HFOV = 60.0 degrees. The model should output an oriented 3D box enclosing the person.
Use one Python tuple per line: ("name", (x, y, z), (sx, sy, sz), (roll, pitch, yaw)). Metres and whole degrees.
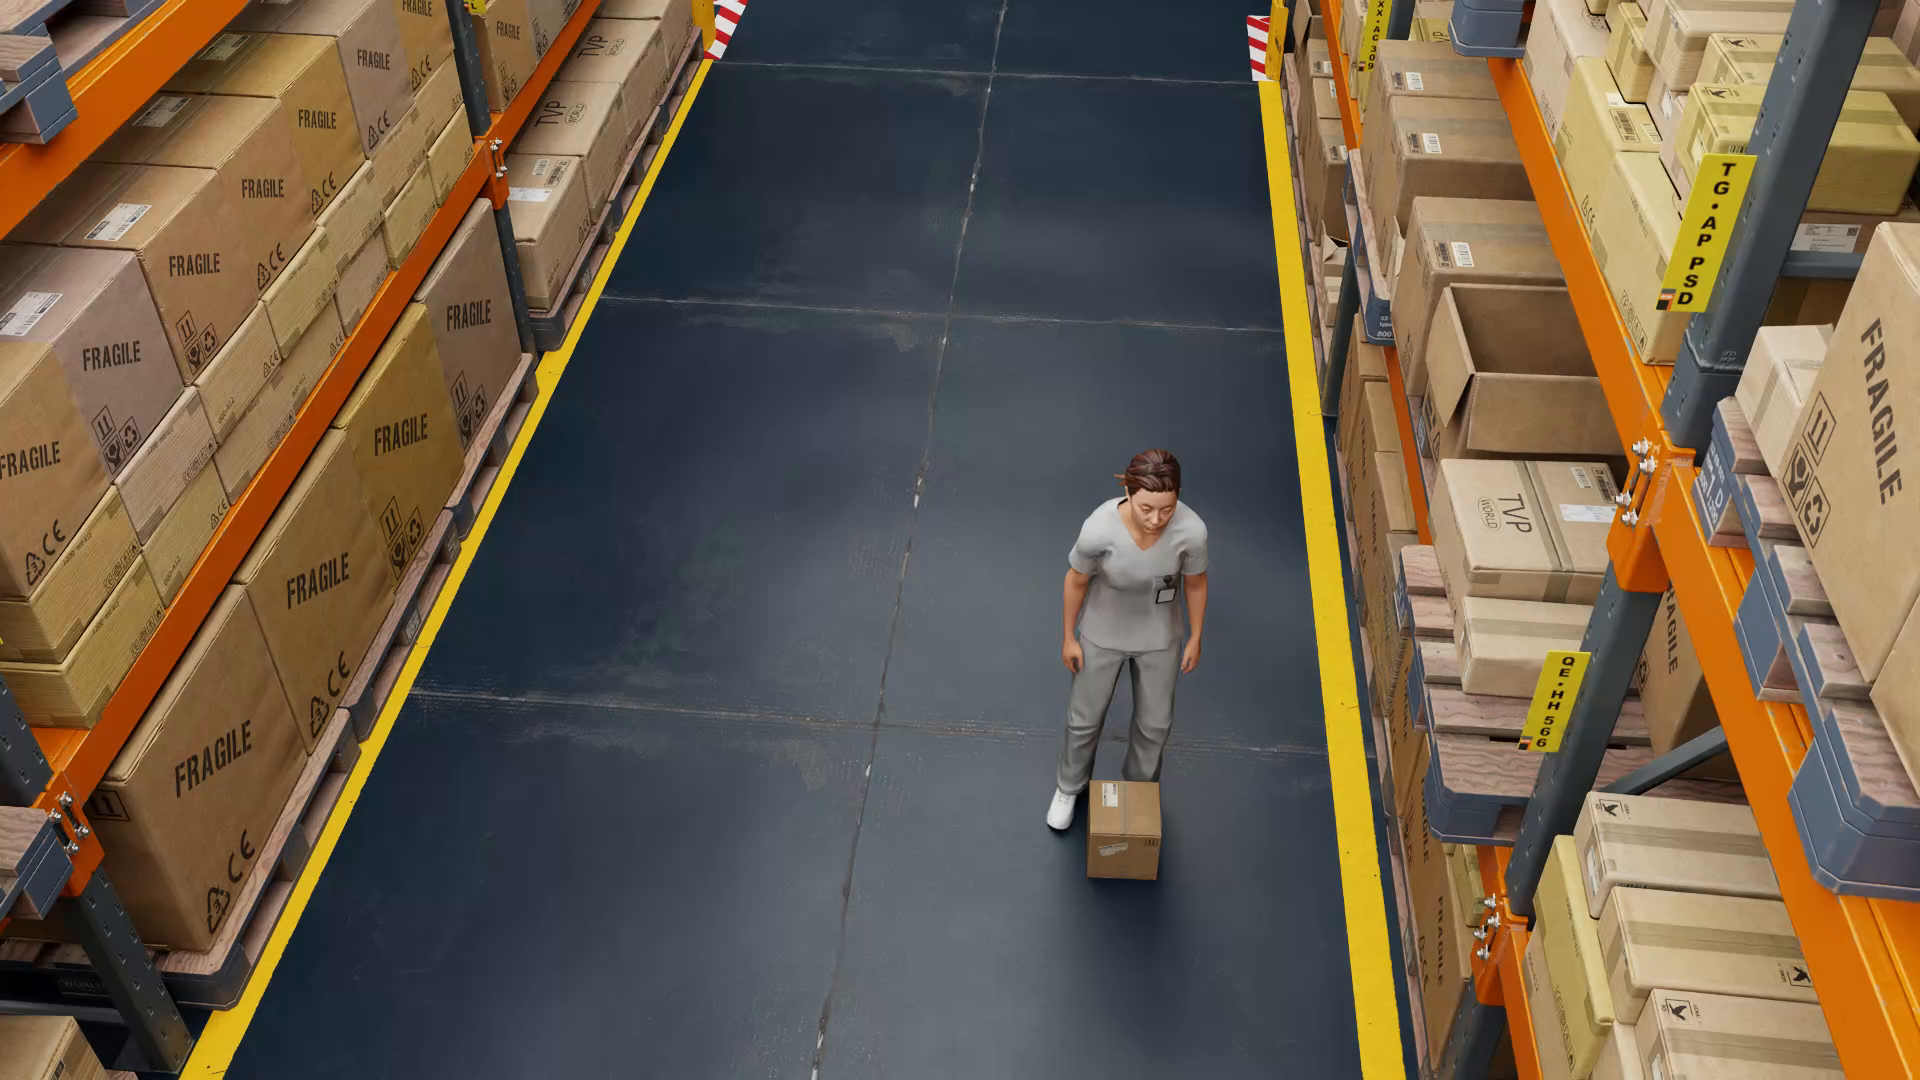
("person", (0.584, 0.346, 5.749), (0.514, 1.672, 0.357), (1, 40, 1))
